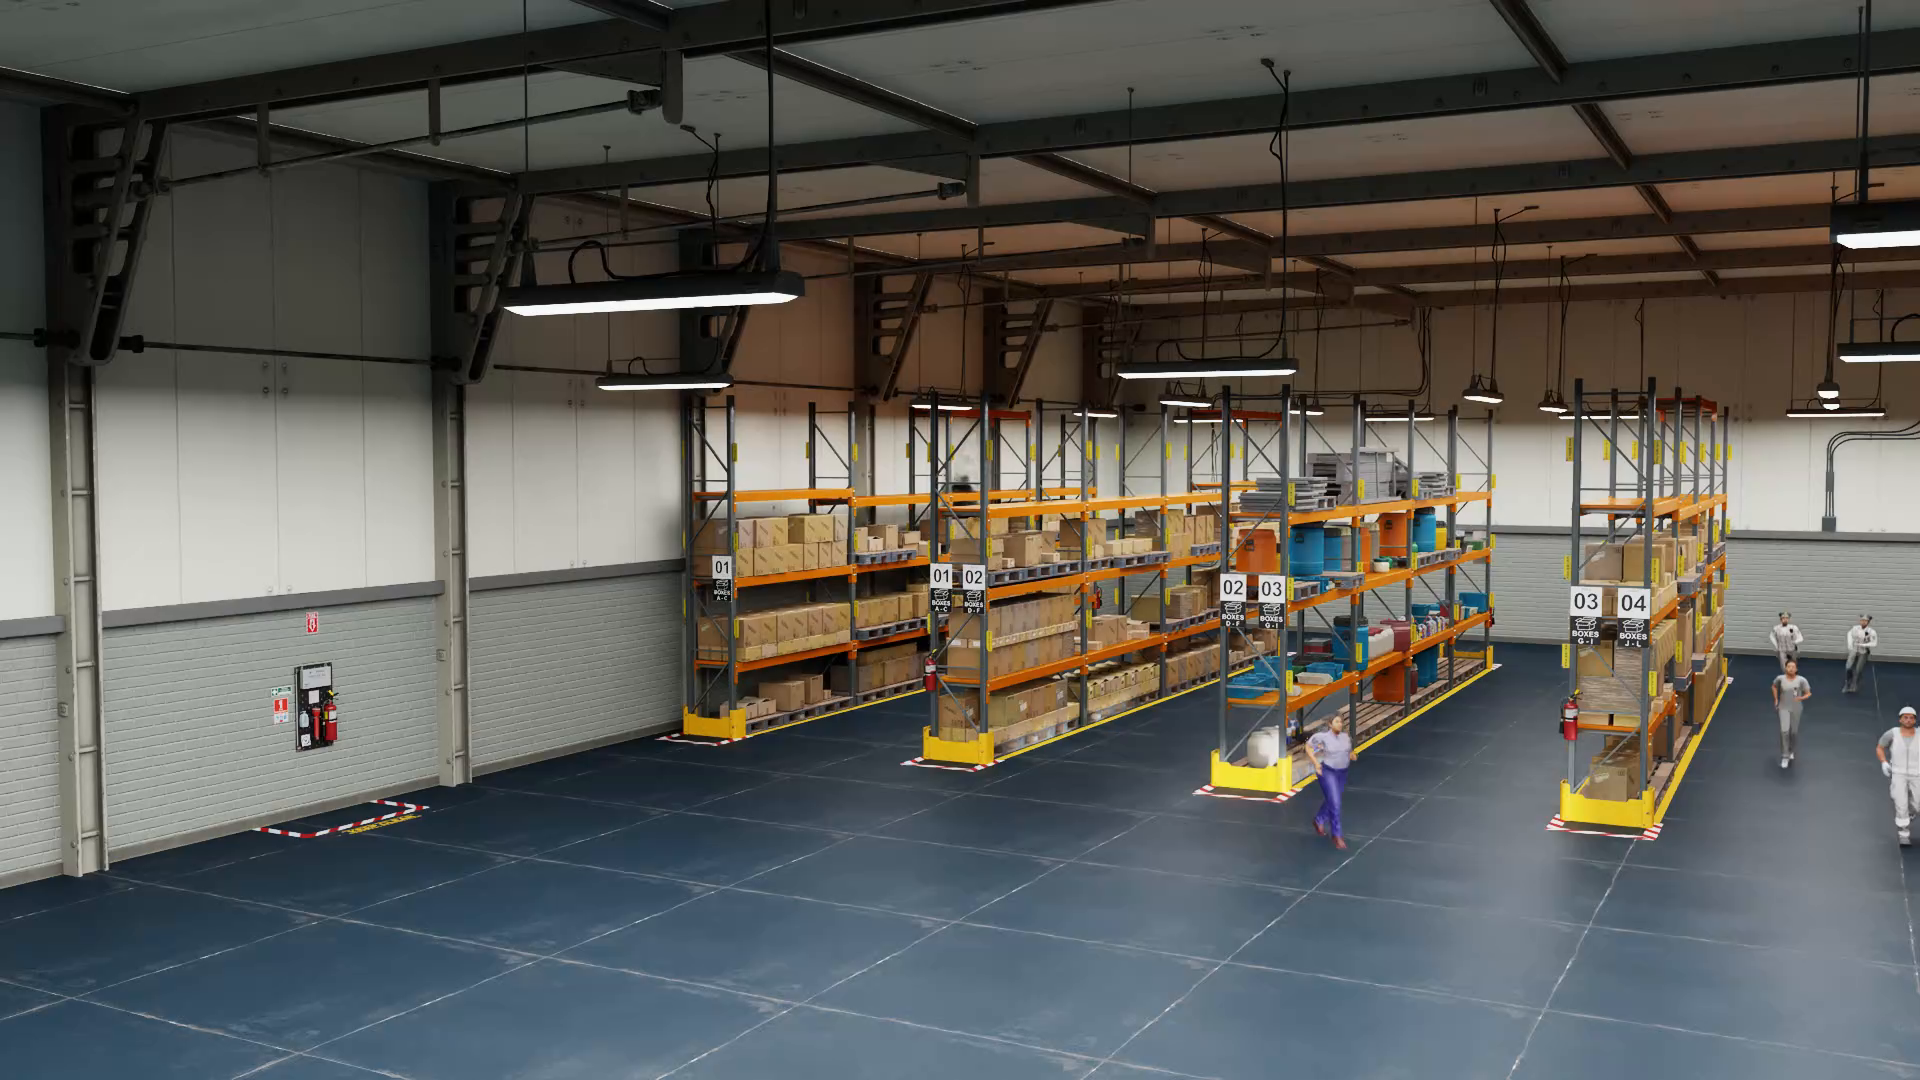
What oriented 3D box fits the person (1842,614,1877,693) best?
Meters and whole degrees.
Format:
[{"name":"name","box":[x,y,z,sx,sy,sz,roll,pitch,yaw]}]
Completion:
[{"name":"person","box":[18.684,2.368,34.487,0.634,1.705,0.622,3,4,41]}]

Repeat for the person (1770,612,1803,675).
[{"name":"person","box":[17.239,2.337,34.702,0.625,1.708,0.846,1,3,26]}]

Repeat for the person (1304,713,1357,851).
[{"name":"person","box":[4.768,3.061,21.295,0.593,1.704,0.826,-2,3,-29]}]

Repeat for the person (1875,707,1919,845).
[{"name":"person","box":[12.144,3.002,21.345,0.697,1.747,0.725,1,3,25]}]

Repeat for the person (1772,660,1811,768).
[{"name":"person","box":[13.329,2.760,26.667,0.559,1.703,0.839,1,3,24]}]
